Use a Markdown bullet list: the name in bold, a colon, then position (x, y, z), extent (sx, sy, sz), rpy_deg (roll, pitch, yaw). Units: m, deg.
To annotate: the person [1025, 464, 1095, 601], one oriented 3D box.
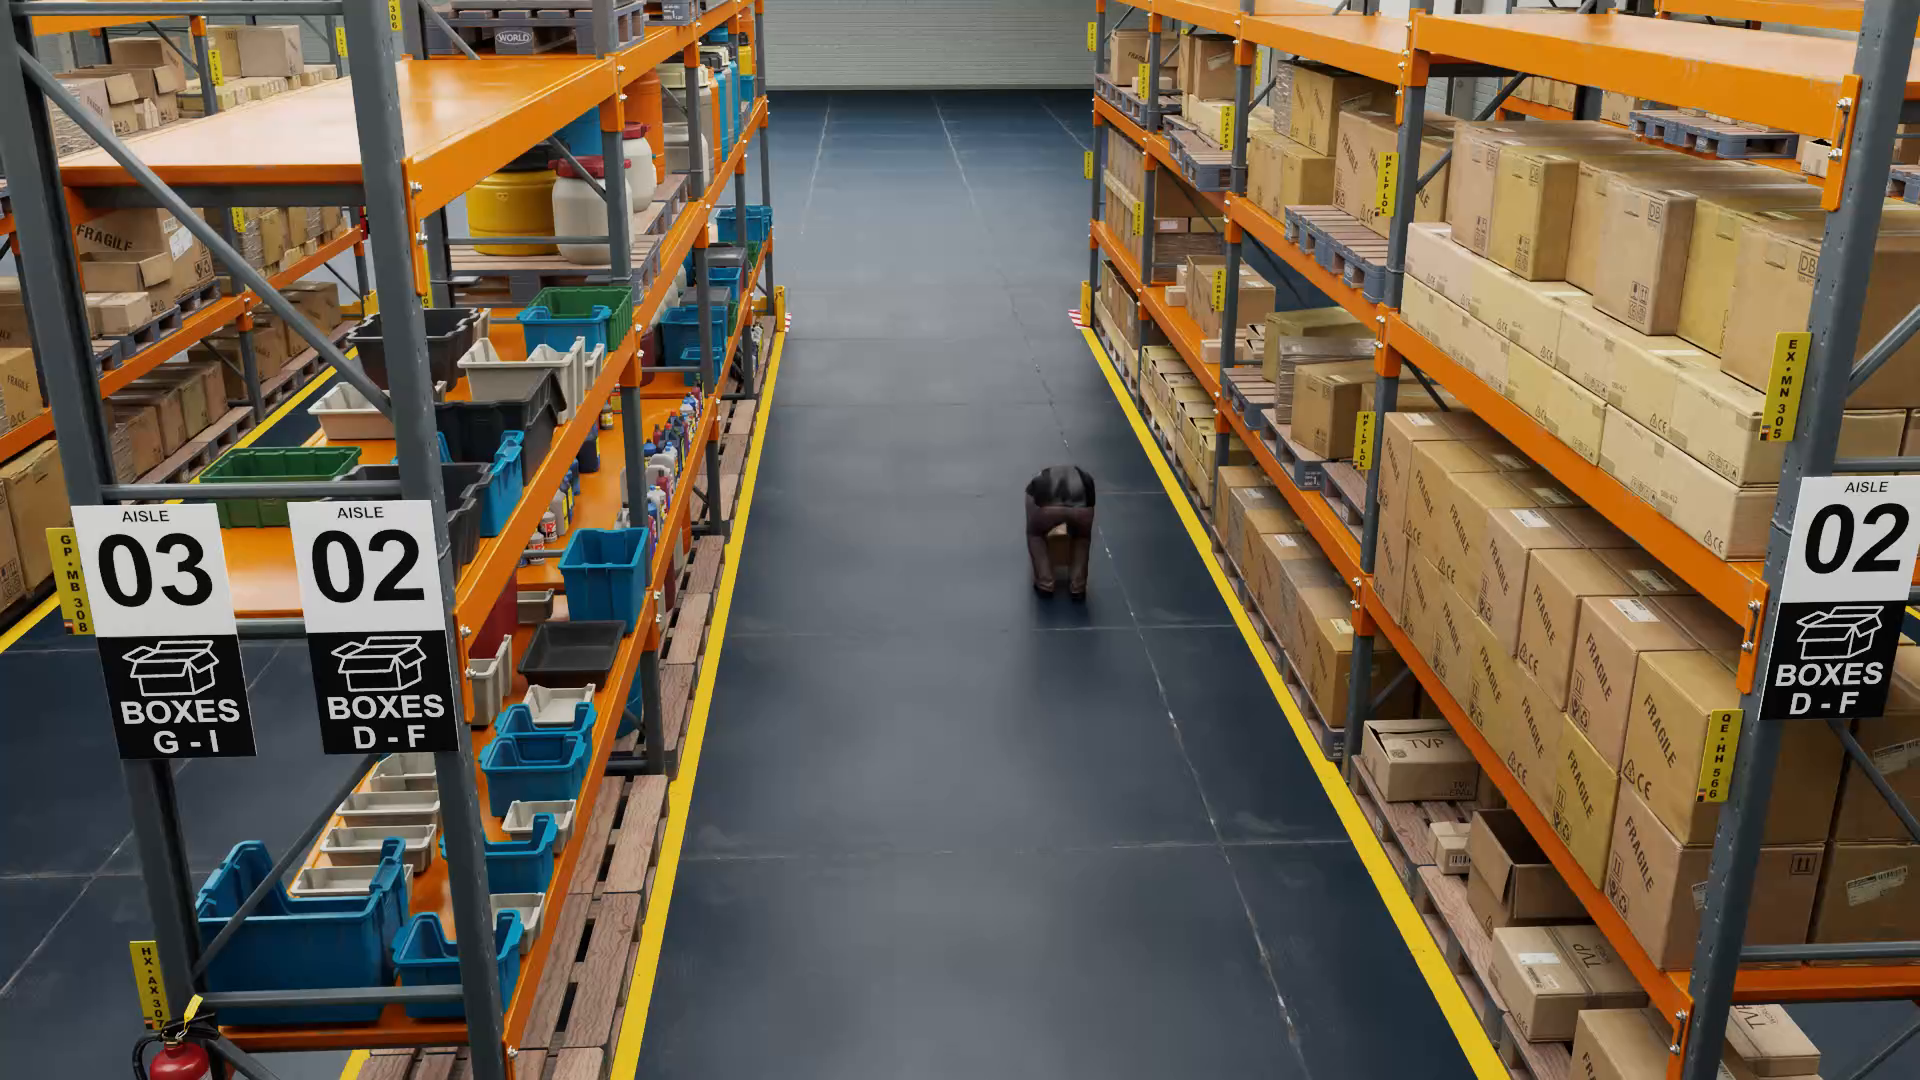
- **person**: position (0.734, -0.123, 12.467), extent (0.489, 1.014, 0.948), rpy_deg (-2, 20, -6)
